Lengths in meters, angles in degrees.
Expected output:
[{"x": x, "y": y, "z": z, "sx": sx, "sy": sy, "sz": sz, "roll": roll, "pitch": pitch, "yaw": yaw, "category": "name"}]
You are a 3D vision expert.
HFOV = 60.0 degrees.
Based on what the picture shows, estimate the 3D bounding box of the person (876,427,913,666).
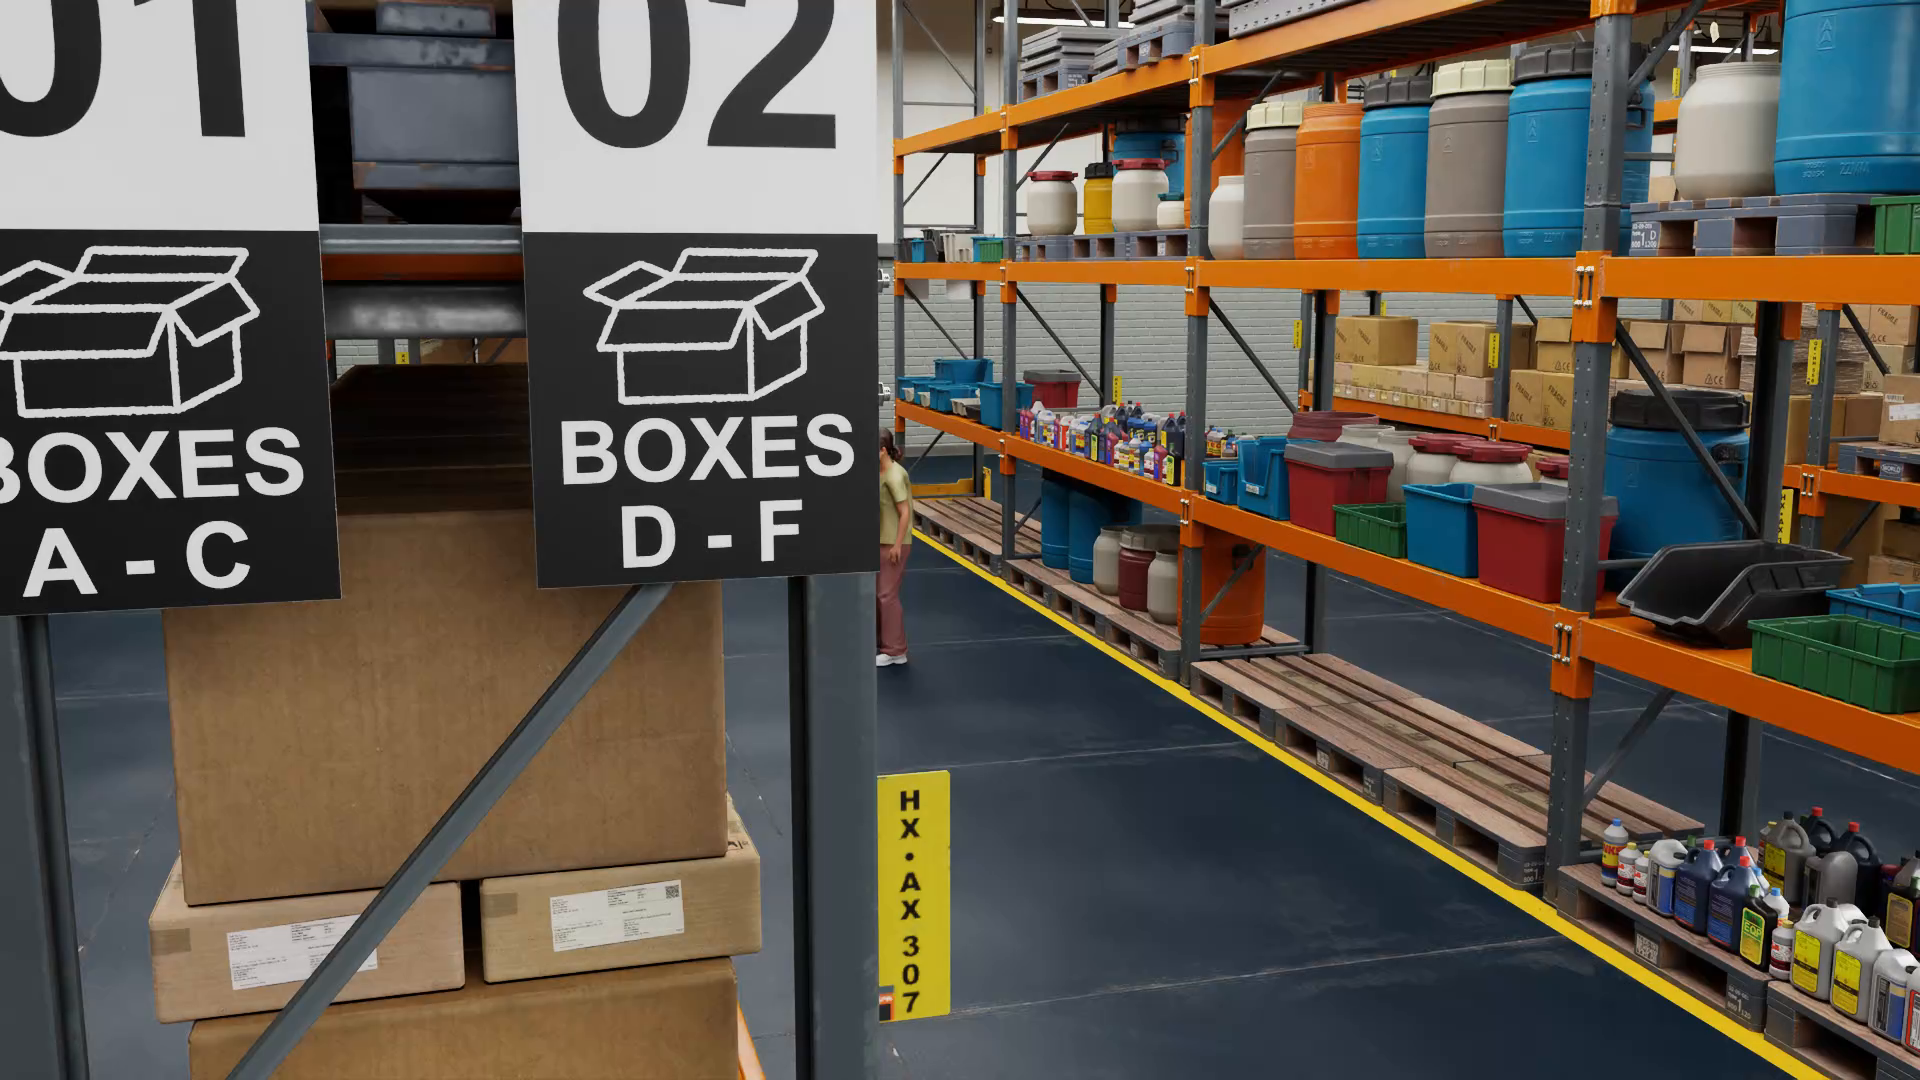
[{"x": -0.522, "y": 0.036, "z": 11.669, "sx": 0.363, "sy": 1.671, "sz": 0.516, "roll": -3, "pitch": 10, "yaw": -19, "category": "person"}]
